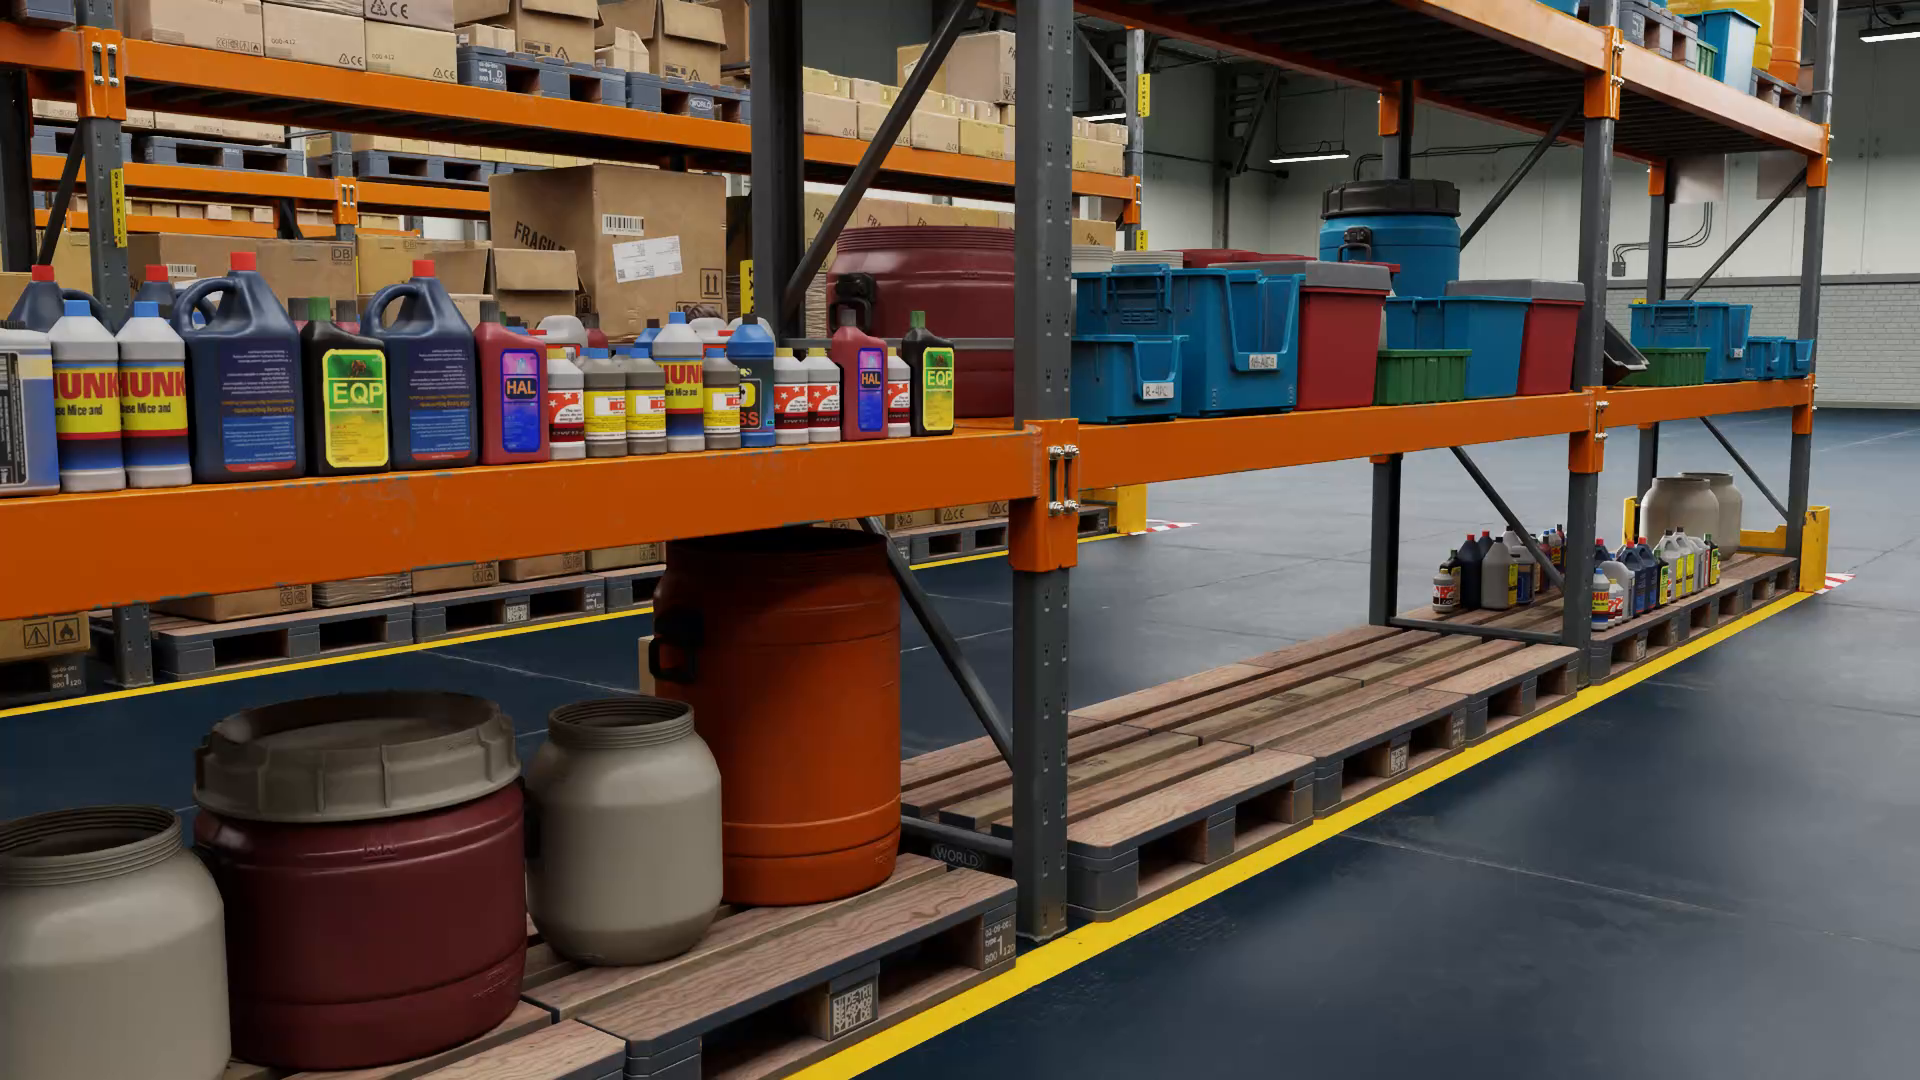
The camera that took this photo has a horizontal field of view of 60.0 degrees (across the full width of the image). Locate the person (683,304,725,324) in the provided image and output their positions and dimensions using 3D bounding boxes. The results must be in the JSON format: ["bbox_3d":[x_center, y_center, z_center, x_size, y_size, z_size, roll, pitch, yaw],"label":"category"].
[{"bbox_3d":[-1.039,-0.147,6.983,0.406,1.673,0.510,5,8,37],"label":"person"}]
